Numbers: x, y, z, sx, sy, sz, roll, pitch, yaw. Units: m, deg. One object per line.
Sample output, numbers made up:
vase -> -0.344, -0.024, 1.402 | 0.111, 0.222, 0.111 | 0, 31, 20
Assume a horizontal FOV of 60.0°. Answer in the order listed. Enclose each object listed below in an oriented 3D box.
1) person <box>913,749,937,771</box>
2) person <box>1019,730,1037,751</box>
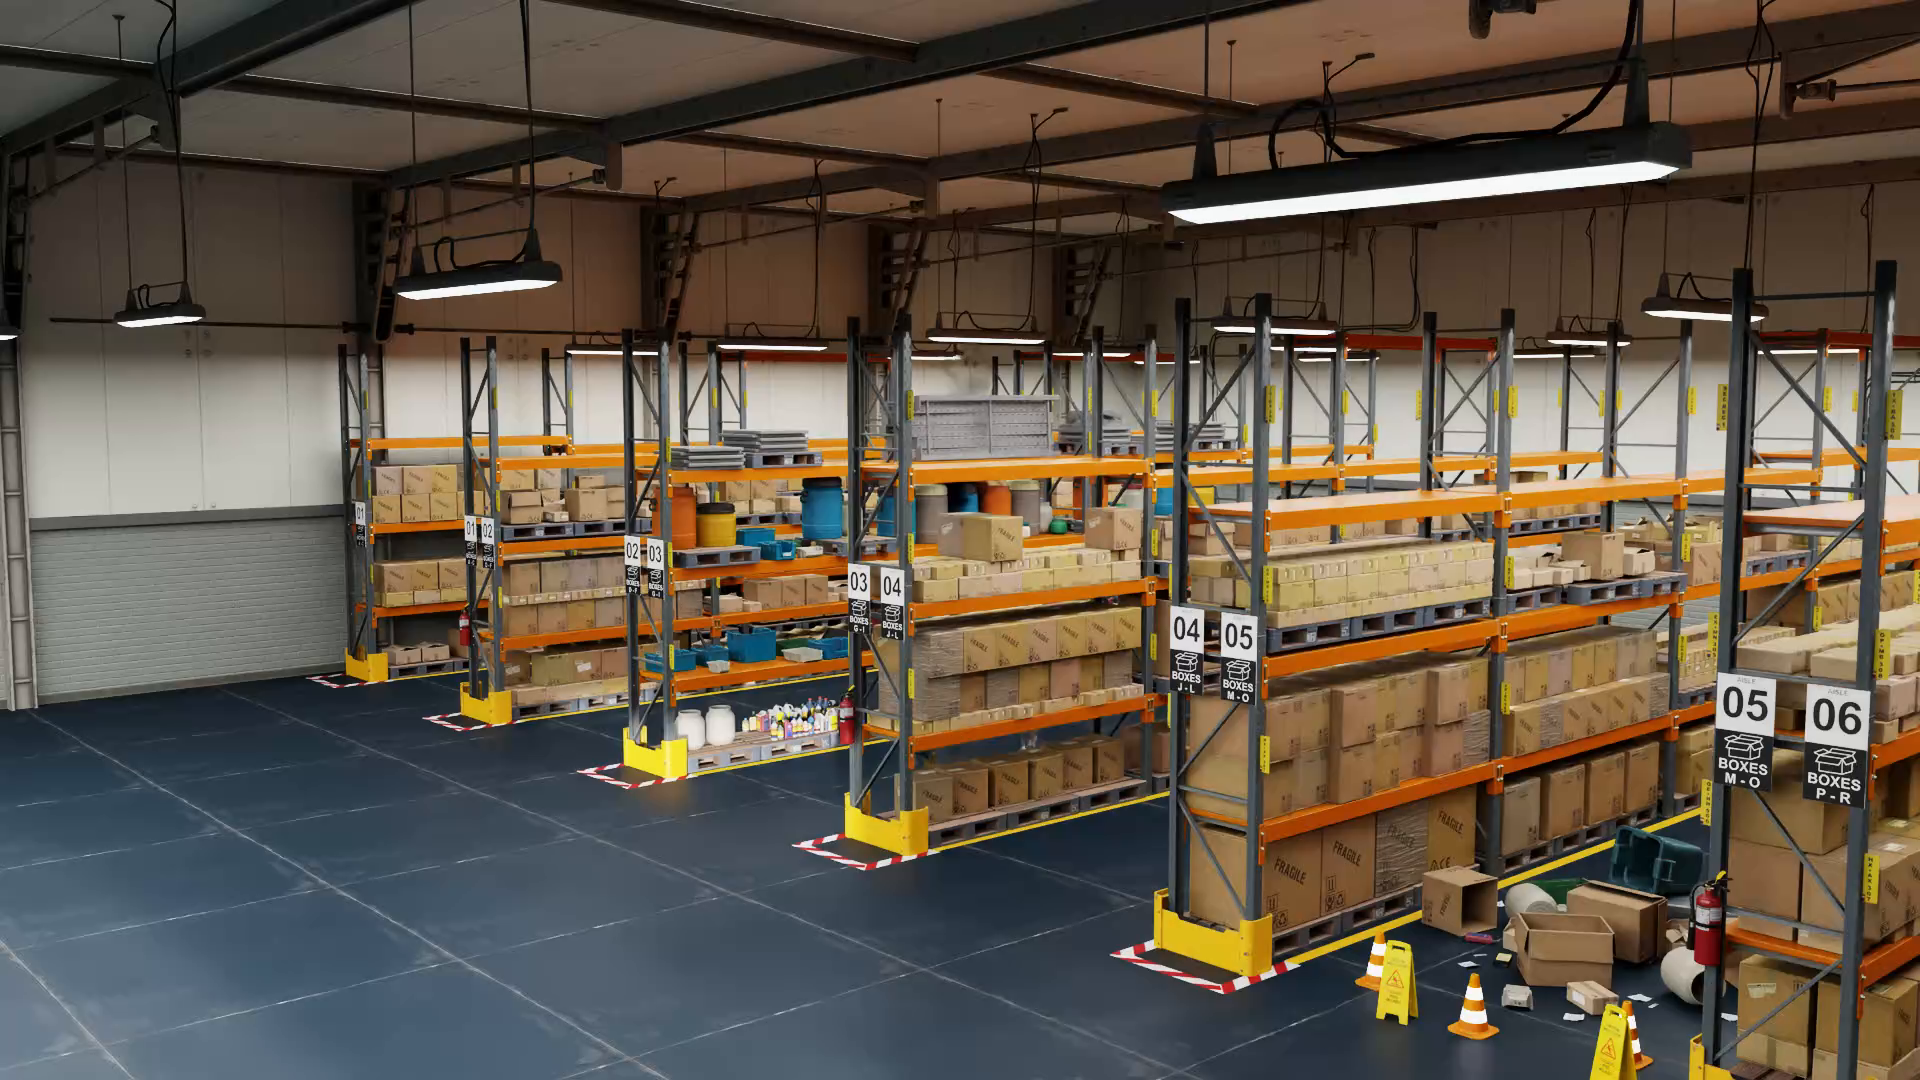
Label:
person -> -0.603, 2.343, 21.955 | 0.698, 1.723, 0.579 | 4, 6, 37
person -> 0.861, 2.268, 23.565 | 0.524, 1.558, 0.537 | 4, 7, 41
